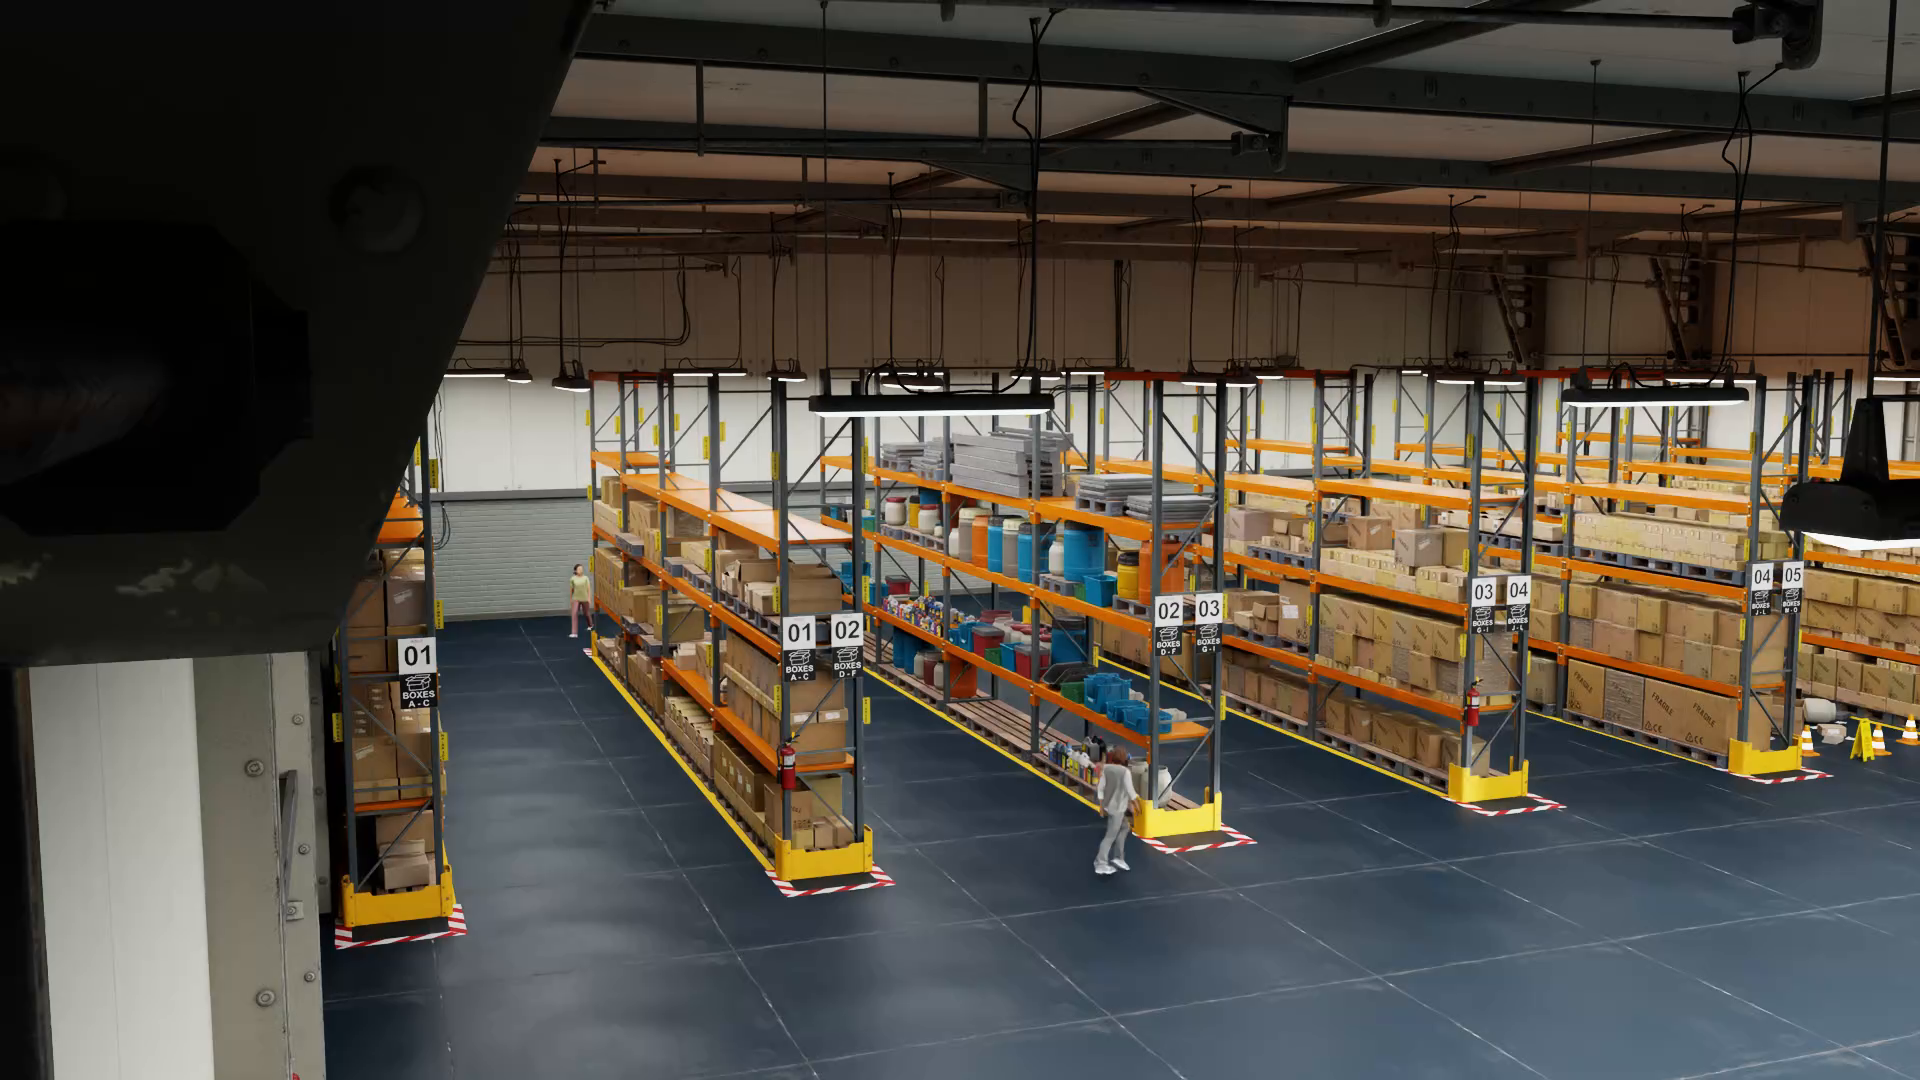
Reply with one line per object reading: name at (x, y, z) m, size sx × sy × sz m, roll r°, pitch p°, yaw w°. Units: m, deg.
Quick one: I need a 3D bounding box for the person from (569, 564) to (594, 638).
person at (-8.523, 1.350, 37.365) m, size 0.505 × 1.619 × 1.027 m, roll 0°, pitch 6°, yaw 3°

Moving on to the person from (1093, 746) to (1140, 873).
person at (1.905, 3.289, 20.232) m, size 0.600 × 1.621 × 0.407 m, roll -2°, pitch 7°, yaw -20°
